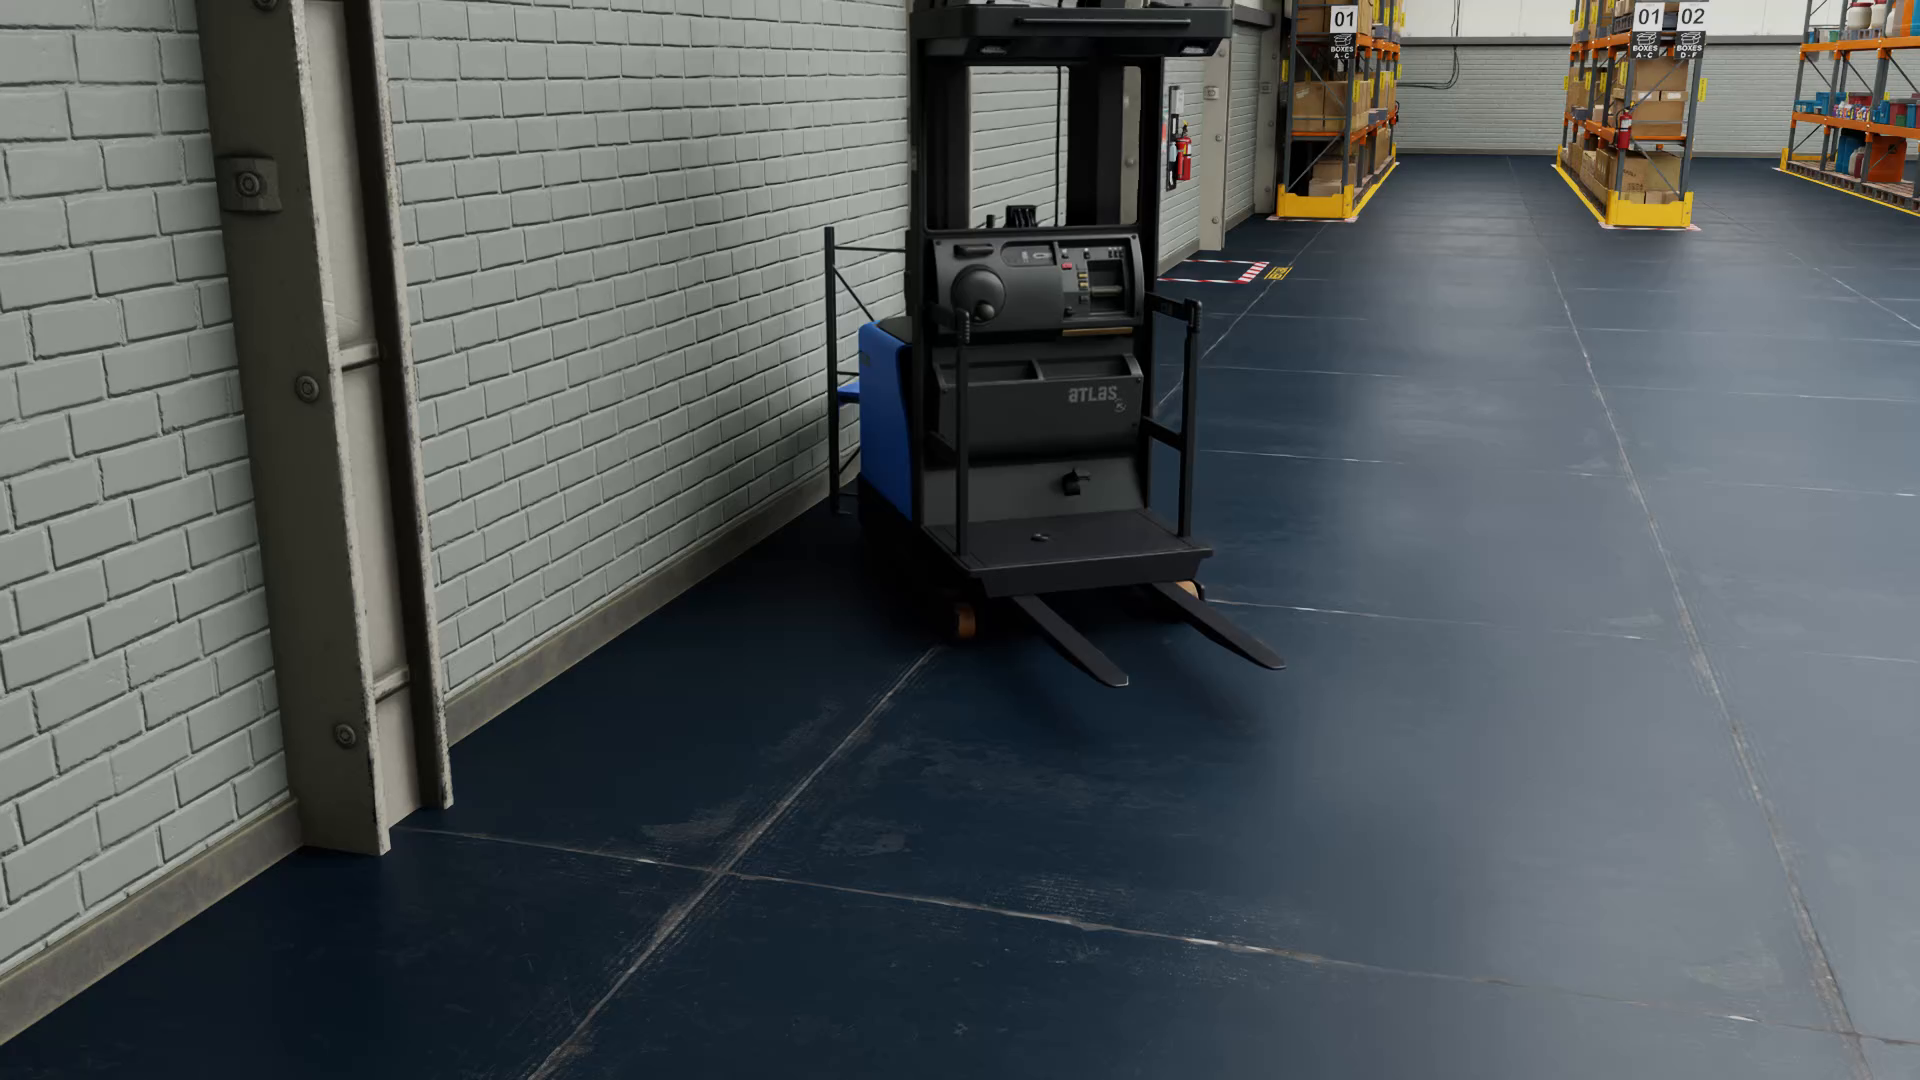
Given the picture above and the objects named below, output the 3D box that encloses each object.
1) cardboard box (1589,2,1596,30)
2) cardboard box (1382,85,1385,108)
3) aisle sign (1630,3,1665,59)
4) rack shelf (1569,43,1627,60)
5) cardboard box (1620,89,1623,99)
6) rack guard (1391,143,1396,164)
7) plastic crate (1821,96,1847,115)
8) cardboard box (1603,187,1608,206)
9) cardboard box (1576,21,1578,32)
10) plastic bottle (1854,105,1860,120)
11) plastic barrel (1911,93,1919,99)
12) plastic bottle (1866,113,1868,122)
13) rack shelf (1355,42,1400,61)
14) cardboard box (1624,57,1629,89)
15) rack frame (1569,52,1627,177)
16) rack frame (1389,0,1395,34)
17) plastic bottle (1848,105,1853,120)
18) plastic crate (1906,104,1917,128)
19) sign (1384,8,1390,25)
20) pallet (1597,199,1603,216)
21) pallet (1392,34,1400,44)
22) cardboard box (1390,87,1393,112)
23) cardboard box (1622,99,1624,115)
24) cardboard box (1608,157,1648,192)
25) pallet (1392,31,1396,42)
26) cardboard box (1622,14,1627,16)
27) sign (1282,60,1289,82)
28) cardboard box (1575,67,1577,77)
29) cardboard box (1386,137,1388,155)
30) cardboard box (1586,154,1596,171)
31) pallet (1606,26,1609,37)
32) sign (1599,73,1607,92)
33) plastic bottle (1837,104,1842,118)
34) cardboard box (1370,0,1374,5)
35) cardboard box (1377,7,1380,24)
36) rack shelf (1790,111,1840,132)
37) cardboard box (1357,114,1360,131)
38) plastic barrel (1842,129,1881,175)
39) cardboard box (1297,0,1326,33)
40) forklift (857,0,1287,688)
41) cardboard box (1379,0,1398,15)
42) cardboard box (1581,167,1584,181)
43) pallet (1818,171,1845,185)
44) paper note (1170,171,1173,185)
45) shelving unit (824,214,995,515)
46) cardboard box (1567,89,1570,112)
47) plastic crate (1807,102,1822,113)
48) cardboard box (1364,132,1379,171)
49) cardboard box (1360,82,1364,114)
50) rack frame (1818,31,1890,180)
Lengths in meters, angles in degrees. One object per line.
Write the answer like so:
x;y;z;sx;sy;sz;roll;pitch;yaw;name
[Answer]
13.568;-10.959;34.837;0.600;0.600;0.600;3;16;11;cardboard box
8.578;-9.255;34.695;0.500;0.500;0.500;5;16;16;cardboard box
10.072;-7.461;24.371;0.394;0.787;0.004;5;16;16;aisle sign
14.350;-10.964;37.309;1.077;0.370;4.000;5;16;16;rack shelf
10.810;-7.150;26.669;0.380;0.149;0.250;4;16;15;cardboard box
10.175;-9.577;41.179;1.175;0.500;0.348;5;16;16;rack guard
18.336;-9.128;34.935;0.392;0.384;0.575;5;16;16;plastic crate
10.372;-5.379;26.064;0.500;0.250;0.500;5;16;16;cardboard box
14.238;-11.626;37.683;0.500;0.250;0.500;5;16;16;cardboard box
17.424;-8.294;32.288;0.061;0.283;0.133;5;16;16;plastic bottle
17.552;-7.833;30.198;0.600;0.536;0.708;5;16;16;plastic barrel
17.150;-7.984;31.346;0.097;0.201;0.097;0;16;0;plastic bottle
9.600;-11.347;38.660;1.077;0.370;4.000;5;16;16;rack shelf
10.961;-7.413;26.406;0.700;0.500;0.500;5;16;16;cardboard box
13.782;-9.344;35.775;1.000;3.000;0.127;5;16;16;rack frame
9.032;-12.613;36.307;1.000;3.000;0.127;5;16;16;rack frame
17.617;-8.449;32.855;0.097;0.271;0.097;0;16;0;plastic bottle
16.272;-7.171;28.143;0.392;0.384;0.575;5;16;16;plastic crate
8.414;-10.330;32.806;0.100;0.325;0.005;5;16;16;sign
10.898;-5.384;26.925;1.003;0.211;1.213;5;16;16;pallet
9.967;-11.979;39.731;1.003;0.211;1.213;5;16;16;pallet
9.611;-10.394;38.927;0.980;0.700;0.700;4;16;13;cardboard box
10.954;-6.779;26.549;0.700;0.500;0.500;5;17;18;cardboard box
10.239;-5.608;25.498;0.500;0.500;0.500;5;16;16;cardboard box
9.274;-11.341;37.481;1.003;0.211;1.213;5;16;16;pallet
10.920;-8.592;26.412;0.797;0.503;0.637;7;17;22;cardboard box
5.095;-7.345;26.026;0.100;0.325;0.005;5;16;16;sign
13.821;-10.160;36.635;0.500;0.500;0.500;4;16;15;cardboard box
9.781;-9.320;39.501;0.700;0.500;0.500;4;16;14;cardboard box
11.781;-6.926;30.493;0.500;0.311;0.500;4;16;15;cardboard box
12.223;-9.172;30.019;1.003;0.211;1.213;5;17;18;pallet
10.986;-7.809;28.388;0.100;0.325;0.005;5;16;16;sign
17.929;-8.712;33.774;0.152;0.276;0.135;5;16;16;plastic bottle
6.729;-9.319;28.137;0.500;0.500;0.500;6;17;19;cardboard box
8.580;-11.057;35.330;0.700;0.500;0.500;4;16;15;cardboard box
19.098;-9.136;36.360;1.077;0.370;4.000;5;16;16;rack shelf
6.198;-6.765;26.921;0.500;0.250;0.500;4;16;14;cardboard box
18.158;-7.825;33.496;0.600;0.901;0.708;5;16;16;plastic barrel
5.497;-8.217;26.086;0.500;0.500;0.500;6;17;20;cardboard box
0.402;-1.112;6.878;1.130;2.935;3.031;-5;17;-16;forklift
9.503;-11.874;37.145;0.500;0.500;0.500;4;16;15;cardboard box
12.073;-6.931;31.537;0.500;0.250;0.500;4;16;14;cardboard box
18.271;-7.419;34.098;1.003;0.211;1.213;5;16;16;pallet
2.430;-4.160;19.112;0.016;0.148;0.142;5;16;16;paper note
-0.249;-0.970;9.000;0.538;1.500;1.048;7;17;23;shelving unit
14.398;-10.207;38.636;0.500;0.500;0.500;4;16;15;cardboard box
18.822;-9.492;36.493;0.416;0.233;0.300;5;16;16;plastic crate
8.230;-8.031;34.315;0.750;0.750;0.750;4;16;15;cardboard box
6.348;-7.251;27.259;0.500;0.500;0.500;4;16;14;cardboard box
18.530;-8.959;34.417;1.000;3.000;0.127;5;16;16;rack frame
